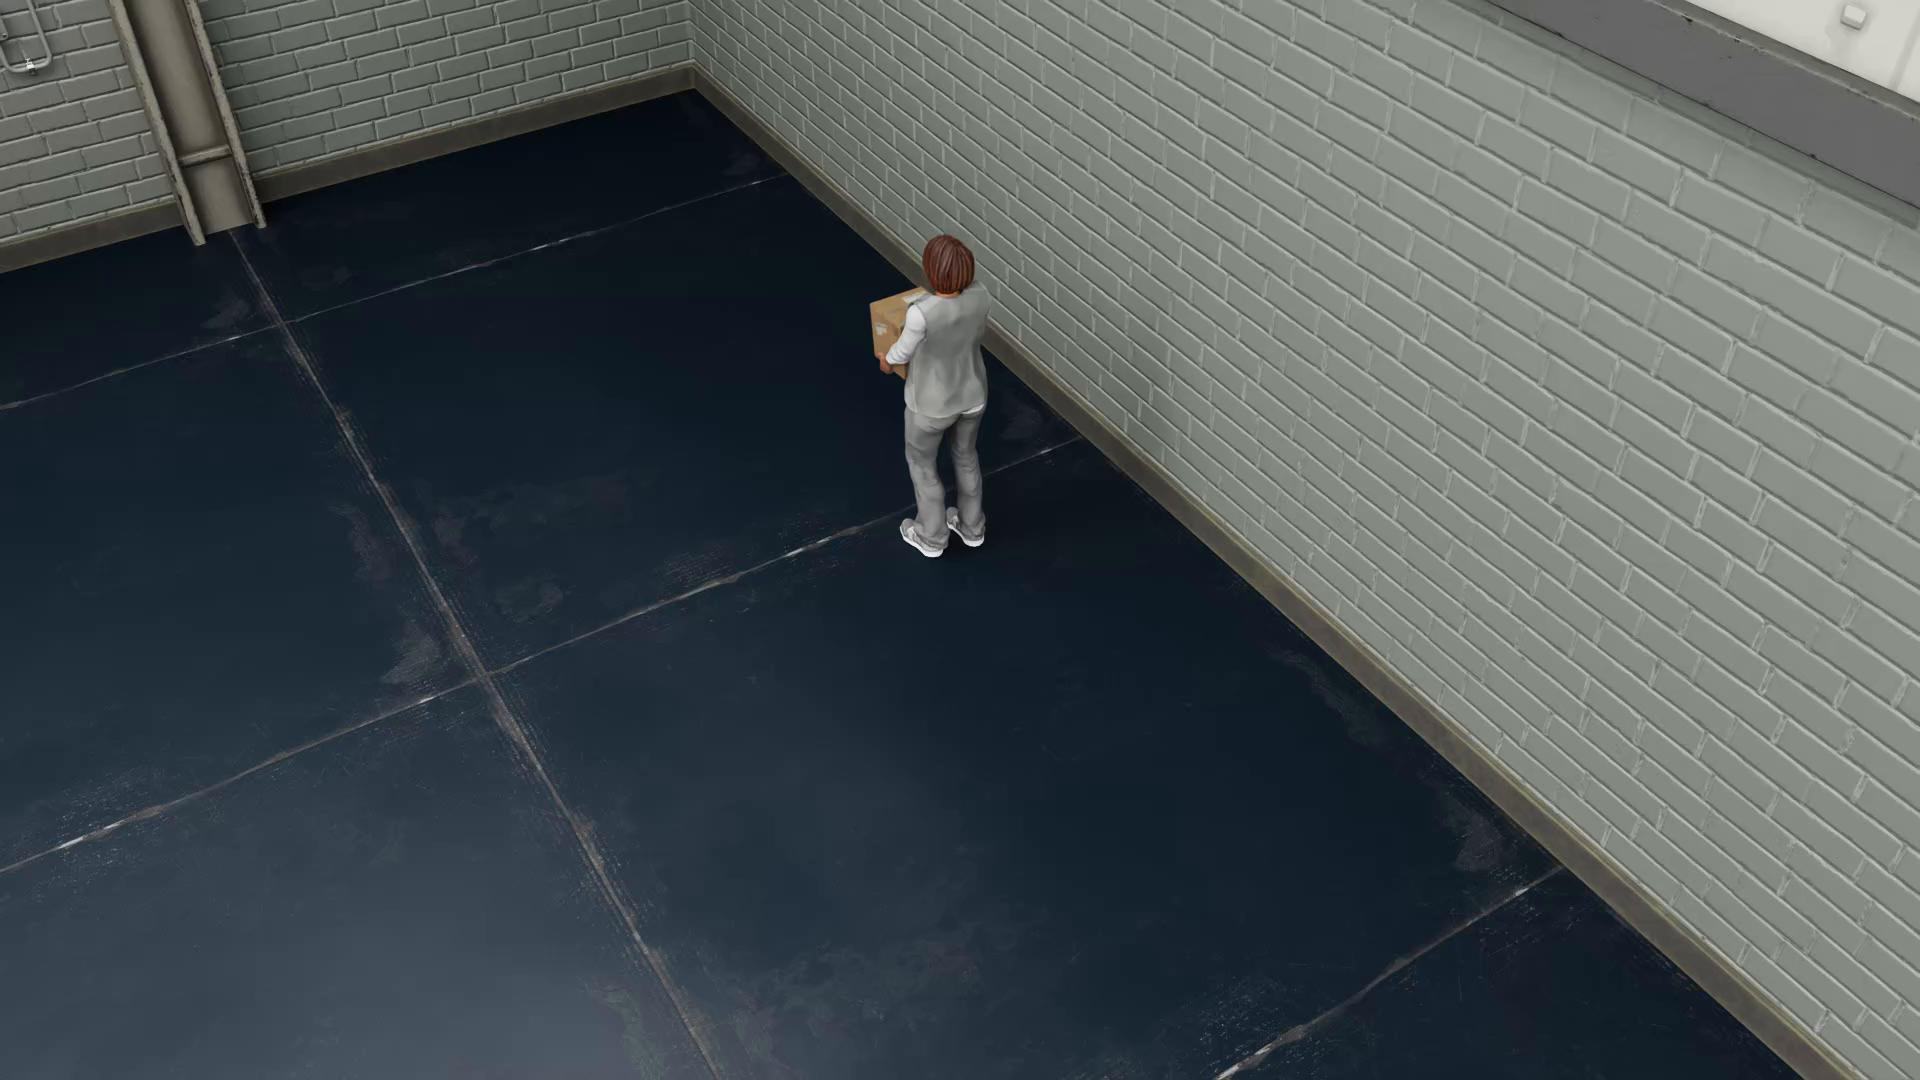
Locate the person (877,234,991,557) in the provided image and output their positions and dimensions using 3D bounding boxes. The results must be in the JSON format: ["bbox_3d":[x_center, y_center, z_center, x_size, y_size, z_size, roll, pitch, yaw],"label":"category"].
[{"bbox_3d":[-0.105,-0.623,6.878,0.405,1.589,0.500,-22,46,-23],"label":"person"}]
